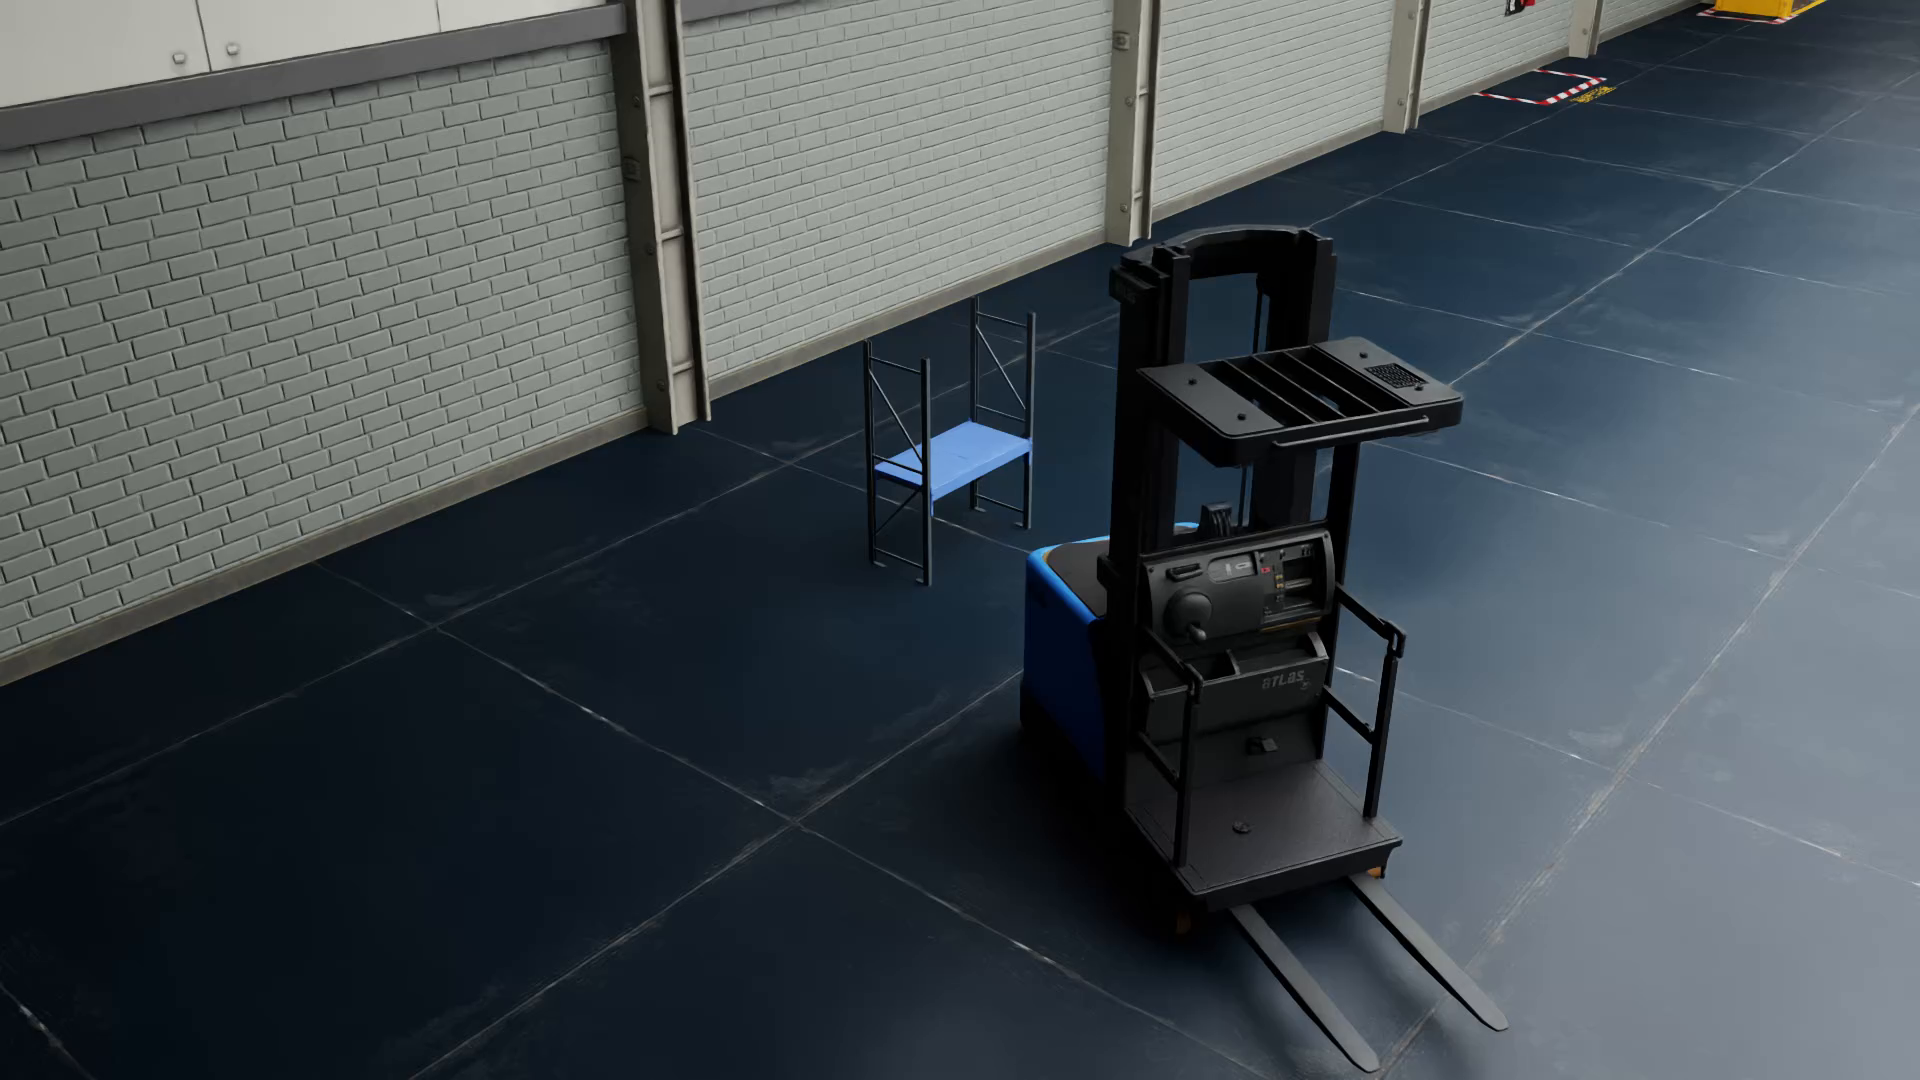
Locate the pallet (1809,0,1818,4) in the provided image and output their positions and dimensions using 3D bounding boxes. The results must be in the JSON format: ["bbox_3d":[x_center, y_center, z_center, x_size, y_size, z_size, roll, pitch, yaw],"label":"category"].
[{"bbox_3d":[14.724,-9.733,29.465,1.003,0.211,1.213,21,34,34],"label":"pallet"}]

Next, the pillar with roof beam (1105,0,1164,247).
[{"bbox_3d":[5.005,-5.761,12.225,9.100,9.000,0.400,21,34,34],"label":"pillar with roof beam"}]

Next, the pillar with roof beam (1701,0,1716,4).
[{"bbox_3d":[16.455,-12.143,24.561,9.100,9.000,0.400,21,34,34],"label":"pillar with roof beam"}]

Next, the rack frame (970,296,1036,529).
[{"bbox_3d":[0.269,-0.816,10.827,0.500,1.500,0.032,21,34,34],"label":"rack frame"}]

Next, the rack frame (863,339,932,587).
[{"bbox_3d":[-0.378,-0.456,10.130,0.500,1.500,0.032,21,34,34],"label":"rack frame"}]

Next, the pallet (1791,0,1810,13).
[{"bbox_3d":[13.947,-9.302,28.633,1.003,0.211,1.213,21,34,34],"label":"pallet"}]

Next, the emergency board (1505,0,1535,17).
[{"bbox_3d":[7.715,-7.744,22.588,0.194,1.169,0.643,21,34,34],"label":"emergency board"}]

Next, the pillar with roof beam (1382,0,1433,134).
[{"bbox_3d":[8.822,-7.889,16.337,9.100,9.000,0.400,21,34,34],"label":"pillar with roof beam"}]

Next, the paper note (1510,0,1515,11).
[{"bbox_3d":[7.549,-7.311,22.708,0.016,0.148,0.142,21,34,34],"label":"paper note"}]

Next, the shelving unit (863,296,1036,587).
[{"bbox_3d":[-0.054,-0.636,10.479,0.538,1.500,1.048,21,34,34],"label":"shelving unit"}]

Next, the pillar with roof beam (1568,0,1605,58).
[{"bbox_3d":[12.638,-10.016,20.449,9.100,9.000,0.400,21,34,34],"label":"pillar with roof beam"}]

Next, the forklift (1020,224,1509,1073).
[{"bbox_3d":[1.329,0.250,7.208,1.130,2.935,3.031,-10,29,-19],"label":"forklift"}]

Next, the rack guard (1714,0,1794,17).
[{"bbox_3d":[13.403,-9.152,28.030,1.175,0.500,0.348,21,34,34],"label":"rack guard"}]

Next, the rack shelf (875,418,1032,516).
[{"bbox_3d":[-0.054,-0.476,10.561,0.538,0.185,1.000,21,34,34],"label":"rack shelf"}]

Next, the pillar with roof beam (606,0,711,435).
[{"bbox_3d":[1.189,-3.634,8.113,9.100,9.000,0.400,21,34,34],"label":"pillar with roof beam"}]
